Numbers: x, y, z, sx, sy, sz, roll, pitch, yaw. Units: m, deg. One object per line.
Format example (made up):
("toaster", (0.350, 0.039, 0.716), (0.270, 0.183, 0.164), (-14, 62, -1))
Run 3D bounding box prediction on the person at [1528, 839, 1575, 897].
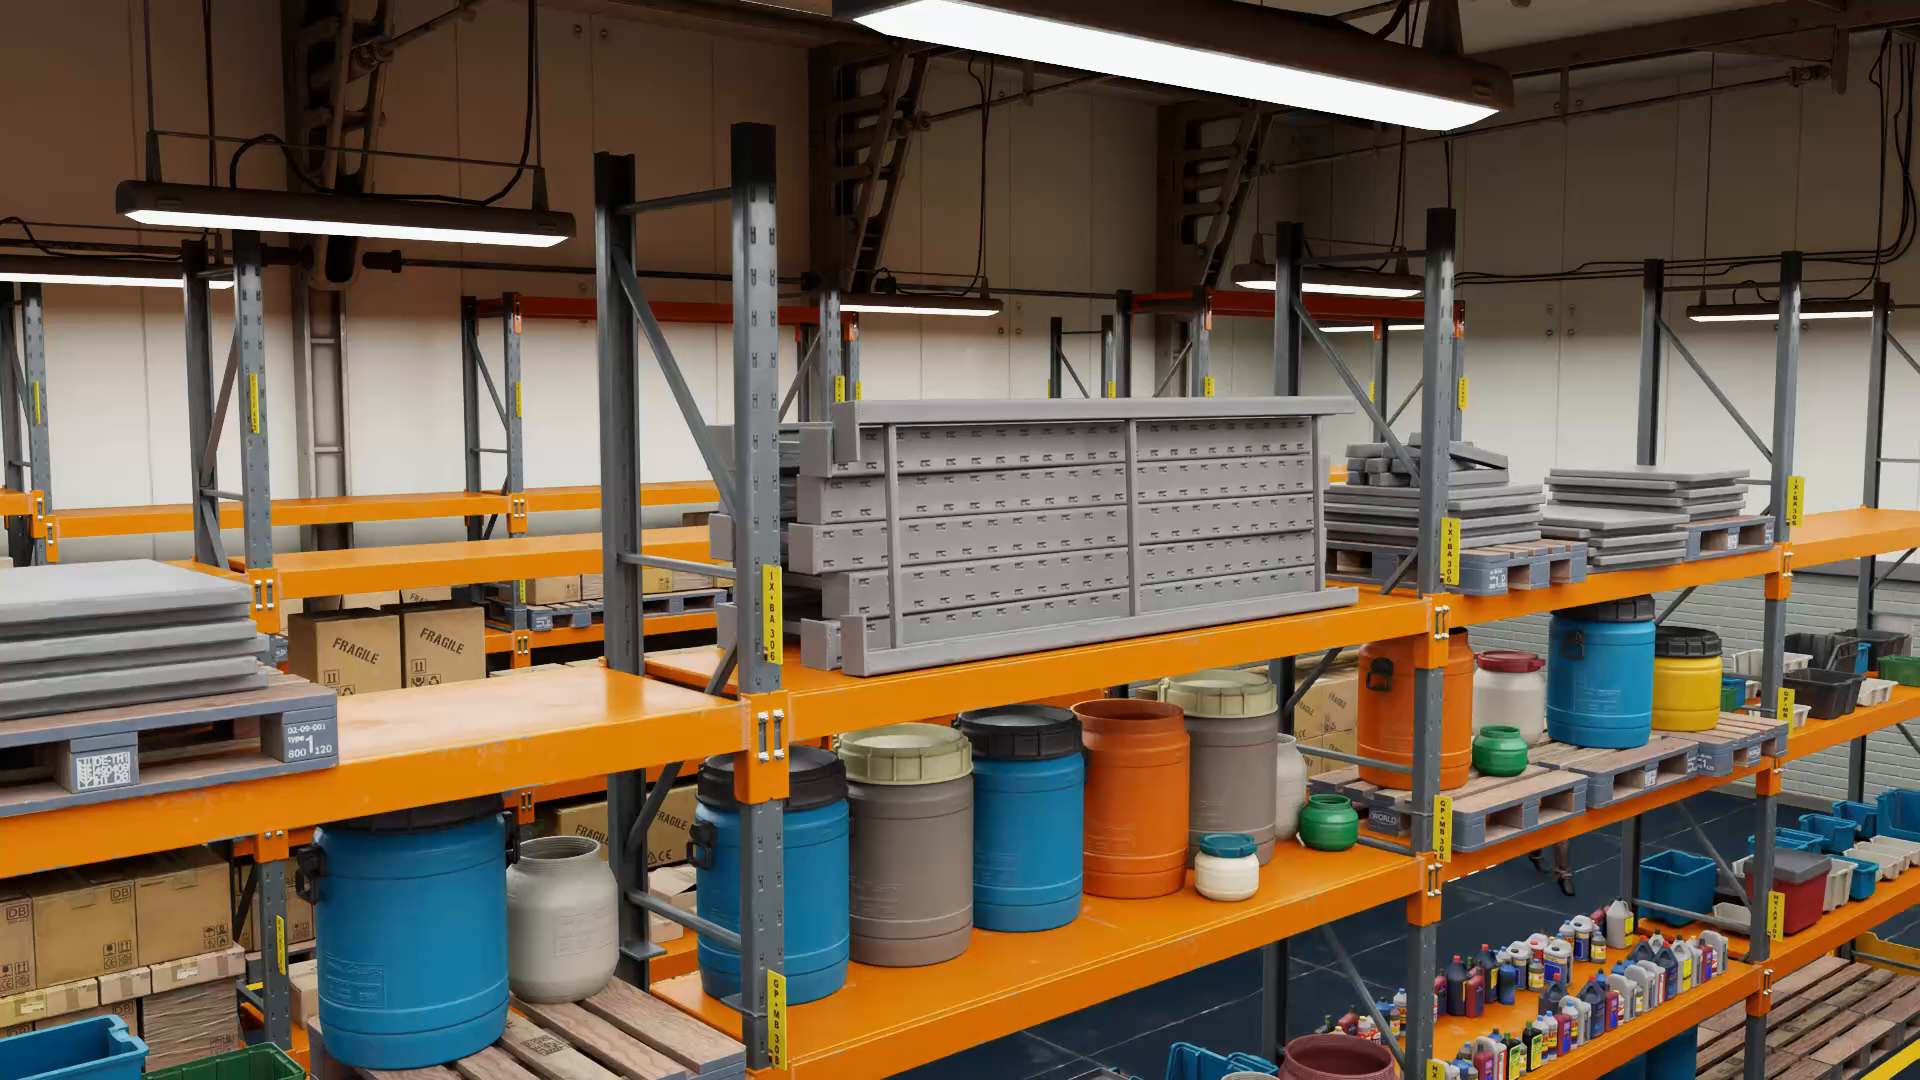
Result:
("person", (5.958, 2.697, 17.061), (0.664, 1.712, 0.890), (0, 5, -4))
